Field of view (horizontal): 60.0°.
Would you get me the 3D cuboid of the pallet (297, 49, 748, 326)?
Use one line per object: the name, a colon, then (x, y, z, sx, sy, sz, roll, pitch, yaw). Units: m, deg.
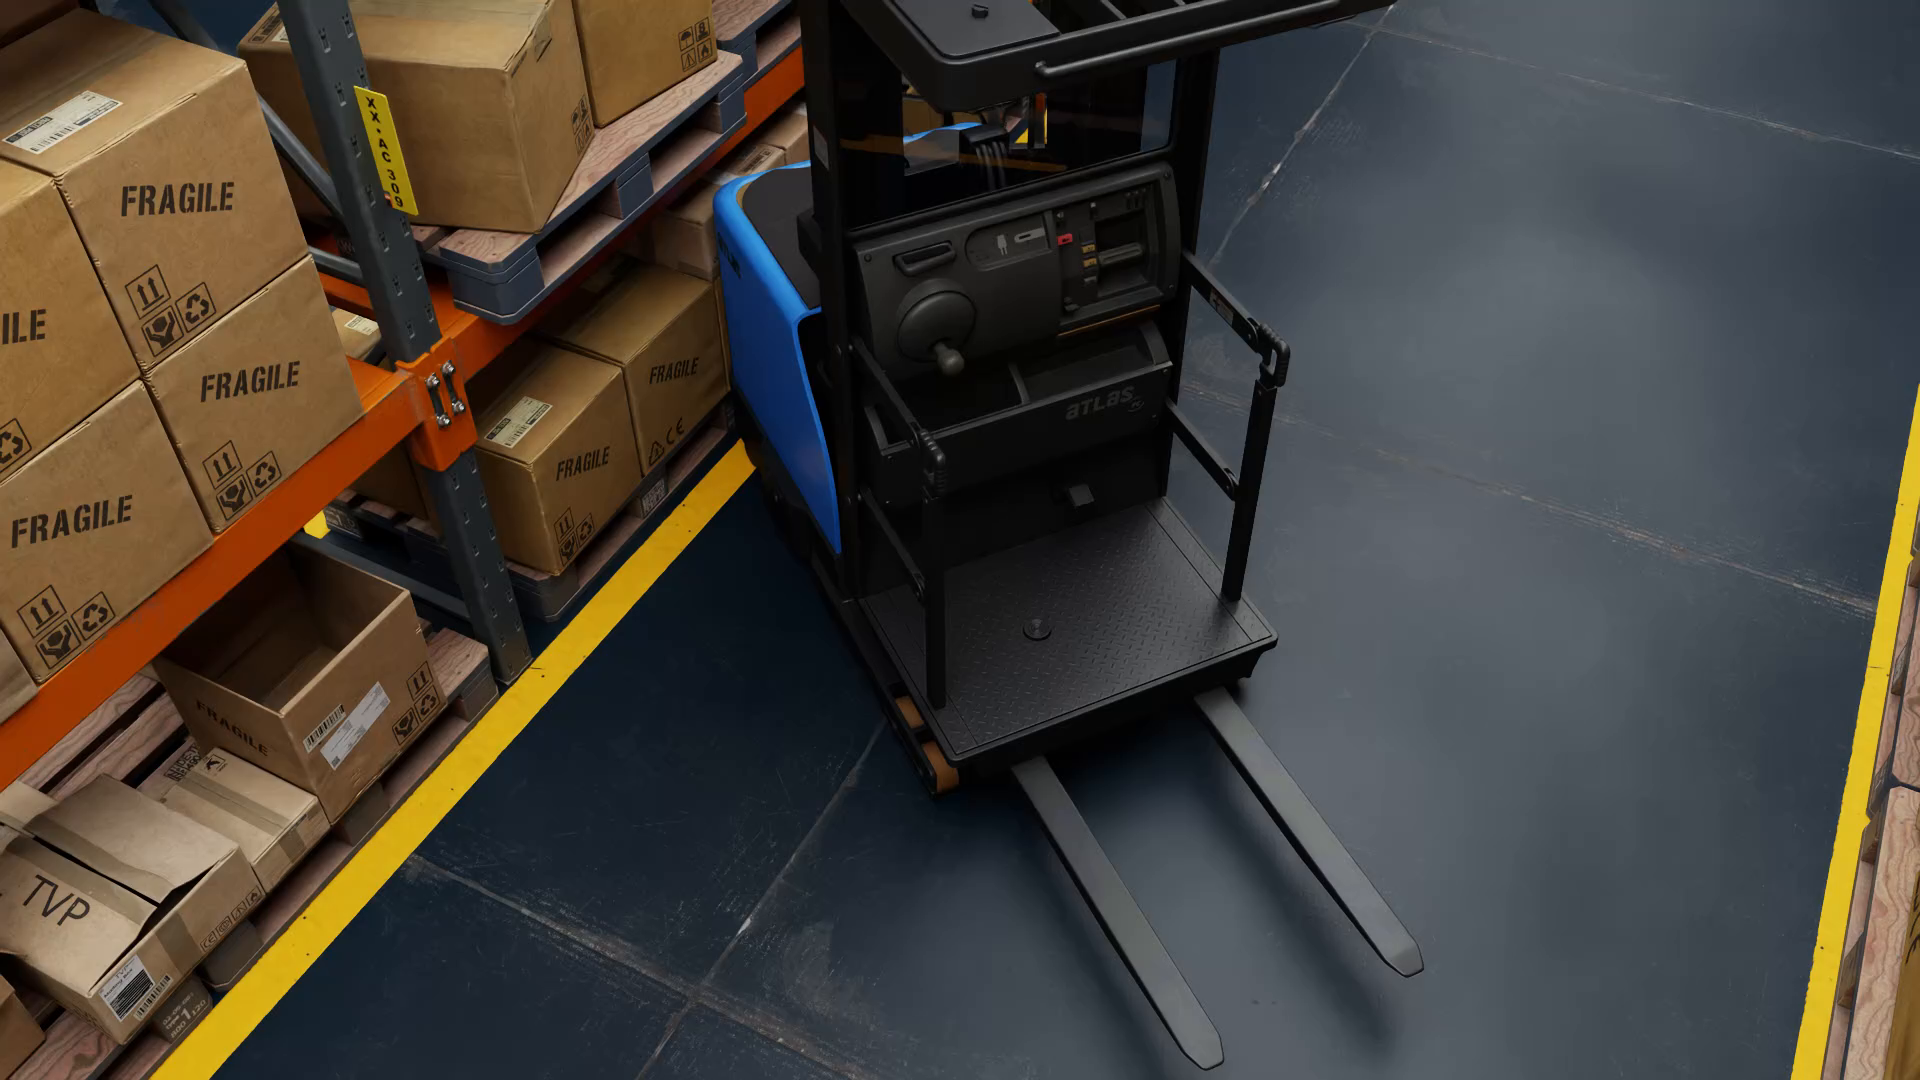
pallet: (-1.377, -1.189, 4.951, 1.003, 0.211, 1.213, 20, 49, 19)

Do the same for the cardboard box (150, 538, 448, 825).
cardboard box: (-1.858, 0.388, 4.706, 0.500, 0.500, 0.500, 20, 49, 19)

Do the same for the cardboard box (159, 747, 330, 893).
cardboard box: (-1.979, 0.767, 4.578, 0.380, 0.149, 0.250, 20, 49, 19)

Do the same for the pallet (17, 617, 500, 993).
pallet: (-2.164, 0.624, 4.985, 1.003, 0.211, 1.213, 20, 49, 19)

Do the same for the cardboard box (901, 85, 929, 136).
cardboard box: (-0.455, -1.592, 6.663, 0.500, 0.500, 0.500, 19, 48, 18)

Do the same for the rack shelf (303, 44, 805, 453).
rack shelf: (-0.916, -1.796, 5.922, 1.077, 0.370, 4.000, 20, 49, 19)

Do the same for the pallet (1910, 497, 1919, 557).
pallet: (3.969, -0.224, 5.823, 1.003, 0.211, 1.213, 20, 49, 19)

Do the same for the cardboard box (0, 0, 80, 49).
cardboard box: (-2.313, -0.972, 3.828, 0.500, 0.500, 0.500, 22, 49, 20)

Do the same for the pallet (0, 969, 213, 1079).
pallet: (-2.730, 1.395, 4.223, 1.003, 0.211, 1.213, 20, 49, 19)

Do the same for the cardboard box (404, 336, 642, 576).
cardboard box: (-1.404, -0.289, 5.375, 0.500, 0.500, 0.500, 18, 48, 17)

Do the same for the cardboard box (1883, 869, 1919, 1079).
cardboard box: (2.731, 1.000, 3.869, 0.750, 0.750, 0.750, 21, 49, 19)

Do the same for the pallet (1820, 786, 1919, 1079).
pallet: (2.836, 1.313, 4.303, 1.003, 0.211, 1.213, 20, 49, 19)

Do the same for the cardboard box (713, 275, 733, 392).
cardboard box: (-0.928, -0.941, 6.019, 0.500, 0.500, 0.500, 21, 49, 20)

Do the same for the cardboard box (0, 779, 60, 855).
cardboard box: (-2.624, 0.794, 4.539, 0.380, 0.166, 0.250, 20, 49, 19)

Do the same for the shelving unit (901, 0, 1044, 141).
shelving unit: (0.025, -1.678, 5.914, 0.431, 2.100, 0.503, 11, 46, 16)

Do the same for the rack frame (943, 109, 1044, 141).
rack frame: (0.105, -1.842, 6.076, 0.400, 2.100, 0.015, 11, 46, 16)

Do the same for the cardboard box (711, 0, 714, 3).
cardboard box: (-1.079, -2.105, 5.356, 0.700, 0.500, 0.500, 9, 46, 9)

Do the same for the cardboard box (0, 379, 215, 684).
cardboard box: (-2.088, -0.099, 3.669, 0.500, 0.500, 0.500, 22, 49, 20)

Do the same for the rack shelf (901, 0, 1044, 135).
rack shelf: (0.025, -1.669, 5.924, 0.431, 0.518, 0.480, 11, 46, 16)

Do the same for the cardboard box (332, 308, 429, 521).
cardboard box: (-1.870, -0.470, 5.554, 0.500, 0.500, 0.500, 20, 49, 19)

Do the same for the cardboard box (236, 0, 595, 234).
cardboard box: (-1.427, -1.196, 4.458, 0.700, 0.500, 0.500, 6, 46, 6)

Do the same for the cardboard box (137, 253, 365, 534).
cardboard box: (-1.850, -0.424, 3.990, 0.500, 0.500, 0.500, 21, 49, 20)

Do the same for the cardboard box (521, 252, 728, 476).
cardboard box: (-1.167, -0.629, 5.711, 0.500, 0.500, 0.500, 21, 49, 20)

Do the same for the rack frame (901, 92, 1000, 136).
rack frame: (-0.056, -1.515, 5.752, 0.400, 2.100, 0.015, 11, 46, 16)

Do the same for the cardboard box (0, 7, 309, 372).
cardboard box: (-1.850, -0.772, 3.630, 0.500, 0.500, 0.500, 21, 49, 19)

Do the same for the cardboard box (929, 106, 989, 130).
cardboard box: (-0.214, -1.918, 6.985, 0.500, 0.500, 0.500, 22, 49, 21)

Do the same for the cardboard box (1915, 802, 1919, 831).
cardboard box: (3.141, 0.439, 4.423, 0.750, 0.750, 0.750, 22, 49, 20)

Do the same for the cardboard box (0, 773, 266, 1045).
cardboard box: (-2.206, 0.927, 4.306, 0.500, 0.311, 0.500, 20, 49, 19)

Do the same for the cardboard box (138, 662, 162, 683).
cardboard box: (-2.231, 0.195, 5.030, 0.500, 0.311, 0.500, 20, 49, 19)

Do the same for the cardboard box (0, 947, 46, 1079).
cardboard box: (-2.712, 1.119, 3.981, 0.797, 0.503, 0.637, 20, 49, 19)

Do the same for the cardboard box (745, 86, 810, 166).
cardboard box: (-0.708, -1.499, 6.043, 0.500, 0.250, 0.500, 20, 49, 18)

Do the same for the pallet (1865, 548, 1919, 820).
pallet: (3.401, 0.542, 5.066, 1.003, 0.211, 1.213, 20, 49, 19)

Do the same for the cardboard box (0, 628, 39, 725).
cardboard box: (-2.324, 0.225, 3.348, 0.500, 0.500, 0.500, 22, 49, 20)

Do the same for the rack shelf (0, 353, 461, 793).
rack shelf: (-2.773, 0.724, 3.431, 1.077, 0.370, 4.000, 20, 49, 19)

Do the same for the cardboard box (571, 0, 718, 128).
cardboard box: (-1.164, -1.650, 4.907, 0.700, 0.500, 0.500, 28, 52, 25)

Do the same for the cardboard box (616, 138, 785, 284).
cardboard box: (-0.940, -1.183, 5.731, 0.500, 0.250, 0.500, 21, 49, 19)

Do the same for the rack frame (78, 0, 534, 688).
rack frame: (-1.845, -0.789, 4.421, 1.000, 3.000, 0.127, 20, 49, 19)

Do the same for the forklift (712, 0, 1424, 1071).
forklift: (0.265, -0.629, 4.311, 1.130, 2.935, 3.031, -19, 48, -17)

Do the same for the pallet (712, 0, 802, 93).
pallet: (-0.887, -2.015, 5.767, 1.003, 0.211, 1.213, 20, 49, 19)

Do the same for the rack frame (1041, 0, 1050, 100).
rack frame: (0.012, -3.309, 6.911, 1.000, 3.000, 0.127, 20, 49, 19)

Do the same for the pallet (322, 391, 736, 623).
pallet: (-1.501, -0.334, 5.931, 1.003, 0.211, 1.213, 20, 49, 19)

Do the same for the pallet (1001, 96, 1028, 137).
pallet: (-0.368, -1.871, 7.451, 1.003, 0.211, 1.213, 20, 49, 19)

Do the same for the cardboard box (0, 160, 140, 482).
cardboard box: (-2.086, -0.448, 3.310, 0.500, 0.500, 0.500, 20, 49, 18)

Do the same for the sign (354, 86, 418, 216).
sign: (-1.361, -0.919, 3.941, 0.100, 0.325, 0.005, 20, 49, 19)
